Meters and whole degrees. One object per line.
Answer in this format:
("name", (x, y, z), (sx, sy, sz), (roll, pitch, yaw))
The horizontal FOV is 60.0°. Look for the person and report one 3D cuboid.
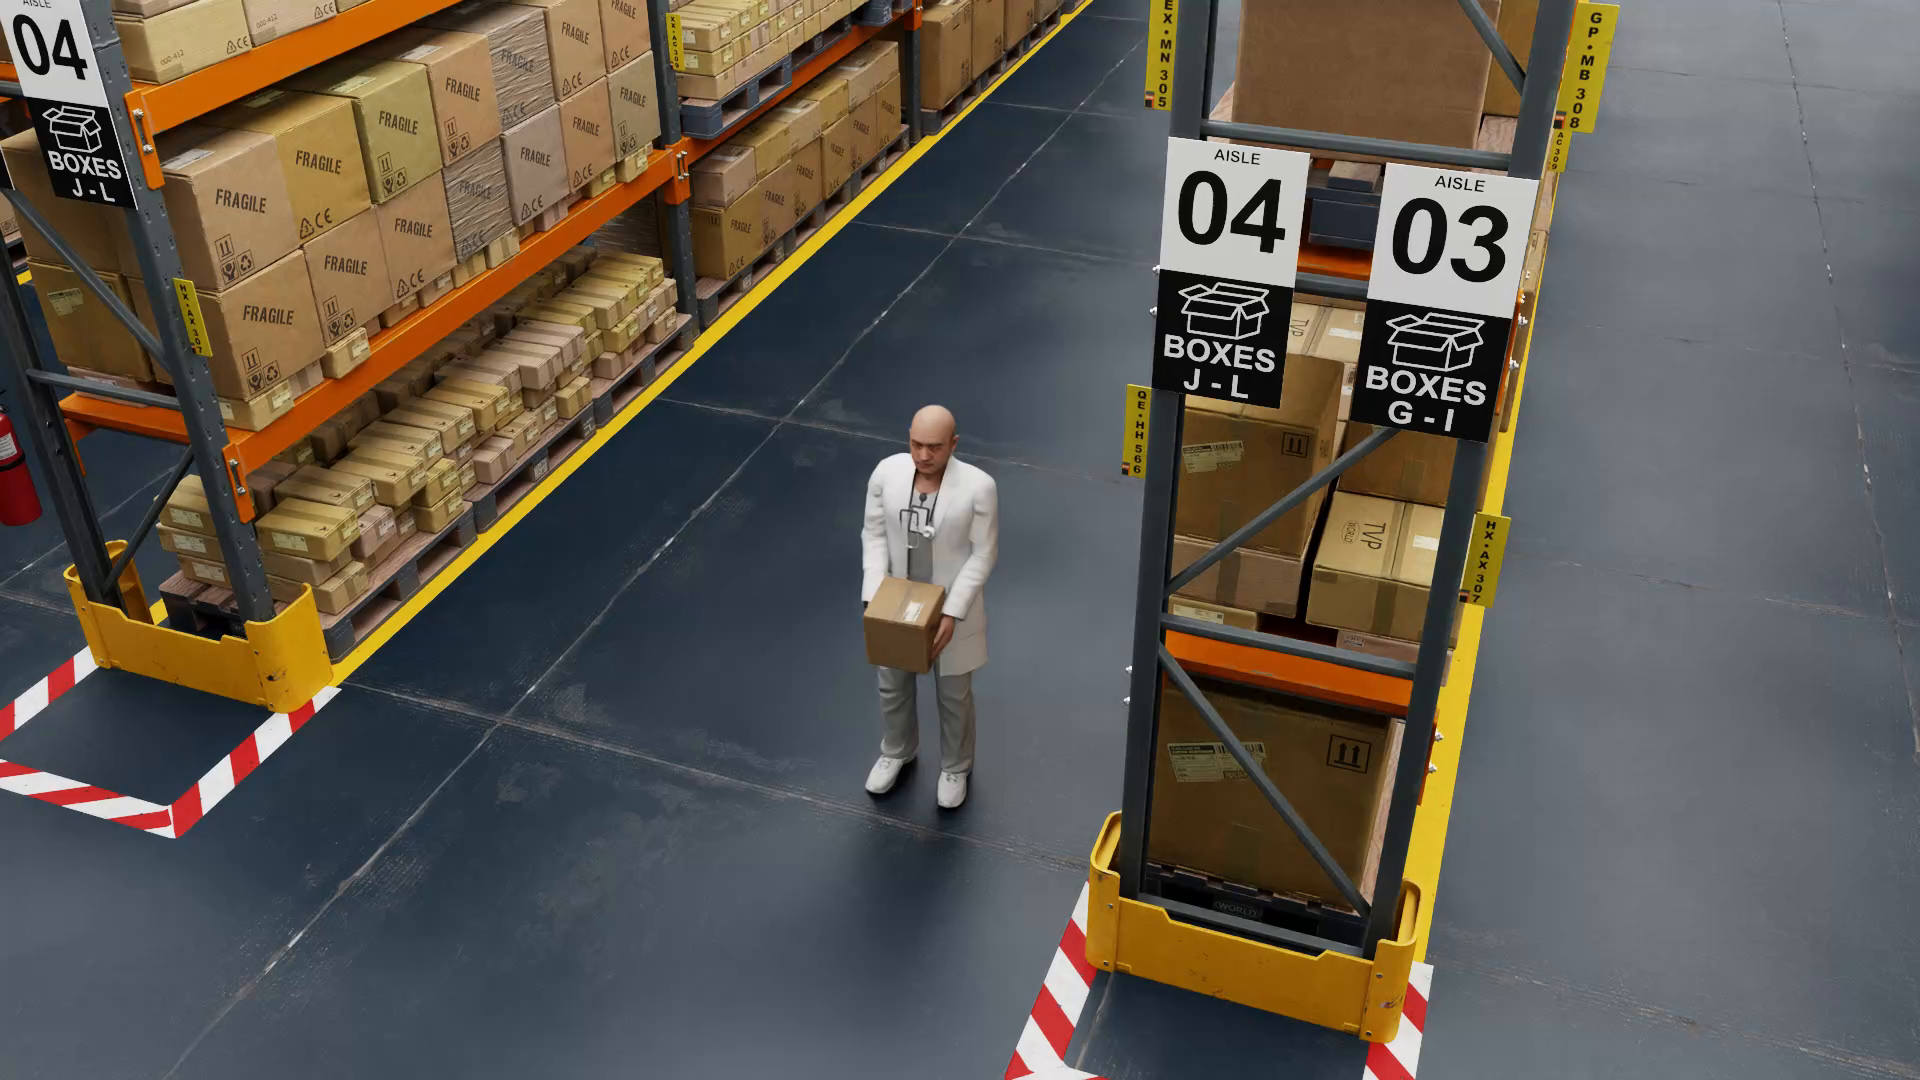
("person", (-0.150, 0.306, 6.672), (0.563, 1.782, 0.508), (10, 34, 15))
